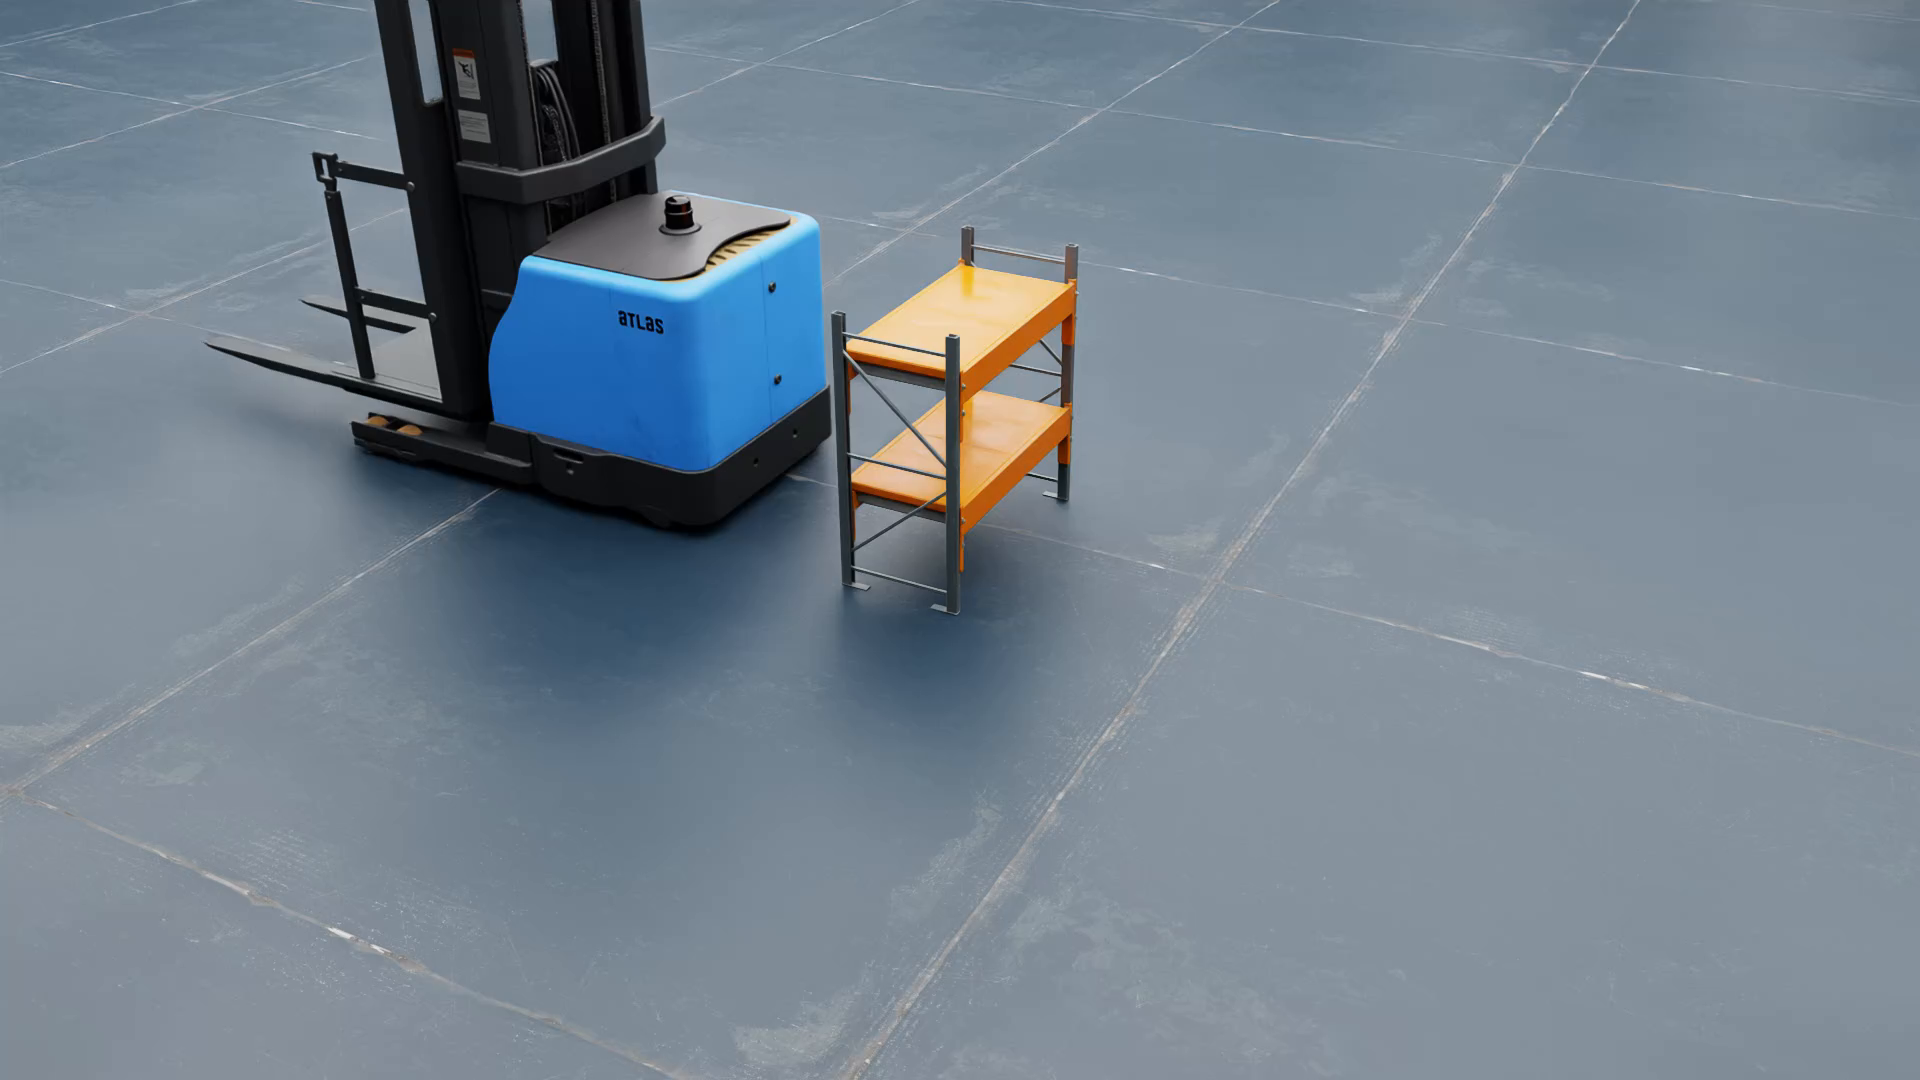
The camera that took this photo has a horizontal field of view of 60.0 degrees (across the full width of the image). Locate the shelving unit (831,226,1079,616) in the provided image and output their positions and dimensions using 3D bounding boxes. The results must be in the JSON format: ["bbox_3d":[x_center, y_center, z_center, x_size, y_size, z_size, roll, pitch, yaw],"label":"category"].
[{"bbox_3d":[0.003,-0.491,6.475,0.538,1.125,1.048,14,33,23],"label":"shelving unit"}]

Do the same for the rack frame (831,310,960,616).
[{"bbox_3d":[-0.229,-0.265,6.083,0.500,1.125,0.032,14,33,23],"label":"rack frame"}]

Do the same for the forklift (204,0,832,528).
[{"bbox_3d":[-2.122,-1.826,6.987,3.031,2.935,1.130,14,33,24],"label":"forklift"}]

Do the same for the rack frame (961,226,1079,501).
[{"bbox_3d":[0.235,-0.716,6.868,0.500,1.125,0.032,14,33,23],"label":"rack frame"}]

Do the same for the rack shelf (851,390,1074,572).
[{"bbox_3d":[0.003,-0.279,6.597,0.538,0.278,1.000,14,33,23],"label":"rack shelf"}]

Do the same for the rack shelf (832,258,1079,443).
[{"bbox_3d":[0.003,-0.745,6.329,0.538,0.278,1.000,14,33,23],"label":"rack shelf"}]
